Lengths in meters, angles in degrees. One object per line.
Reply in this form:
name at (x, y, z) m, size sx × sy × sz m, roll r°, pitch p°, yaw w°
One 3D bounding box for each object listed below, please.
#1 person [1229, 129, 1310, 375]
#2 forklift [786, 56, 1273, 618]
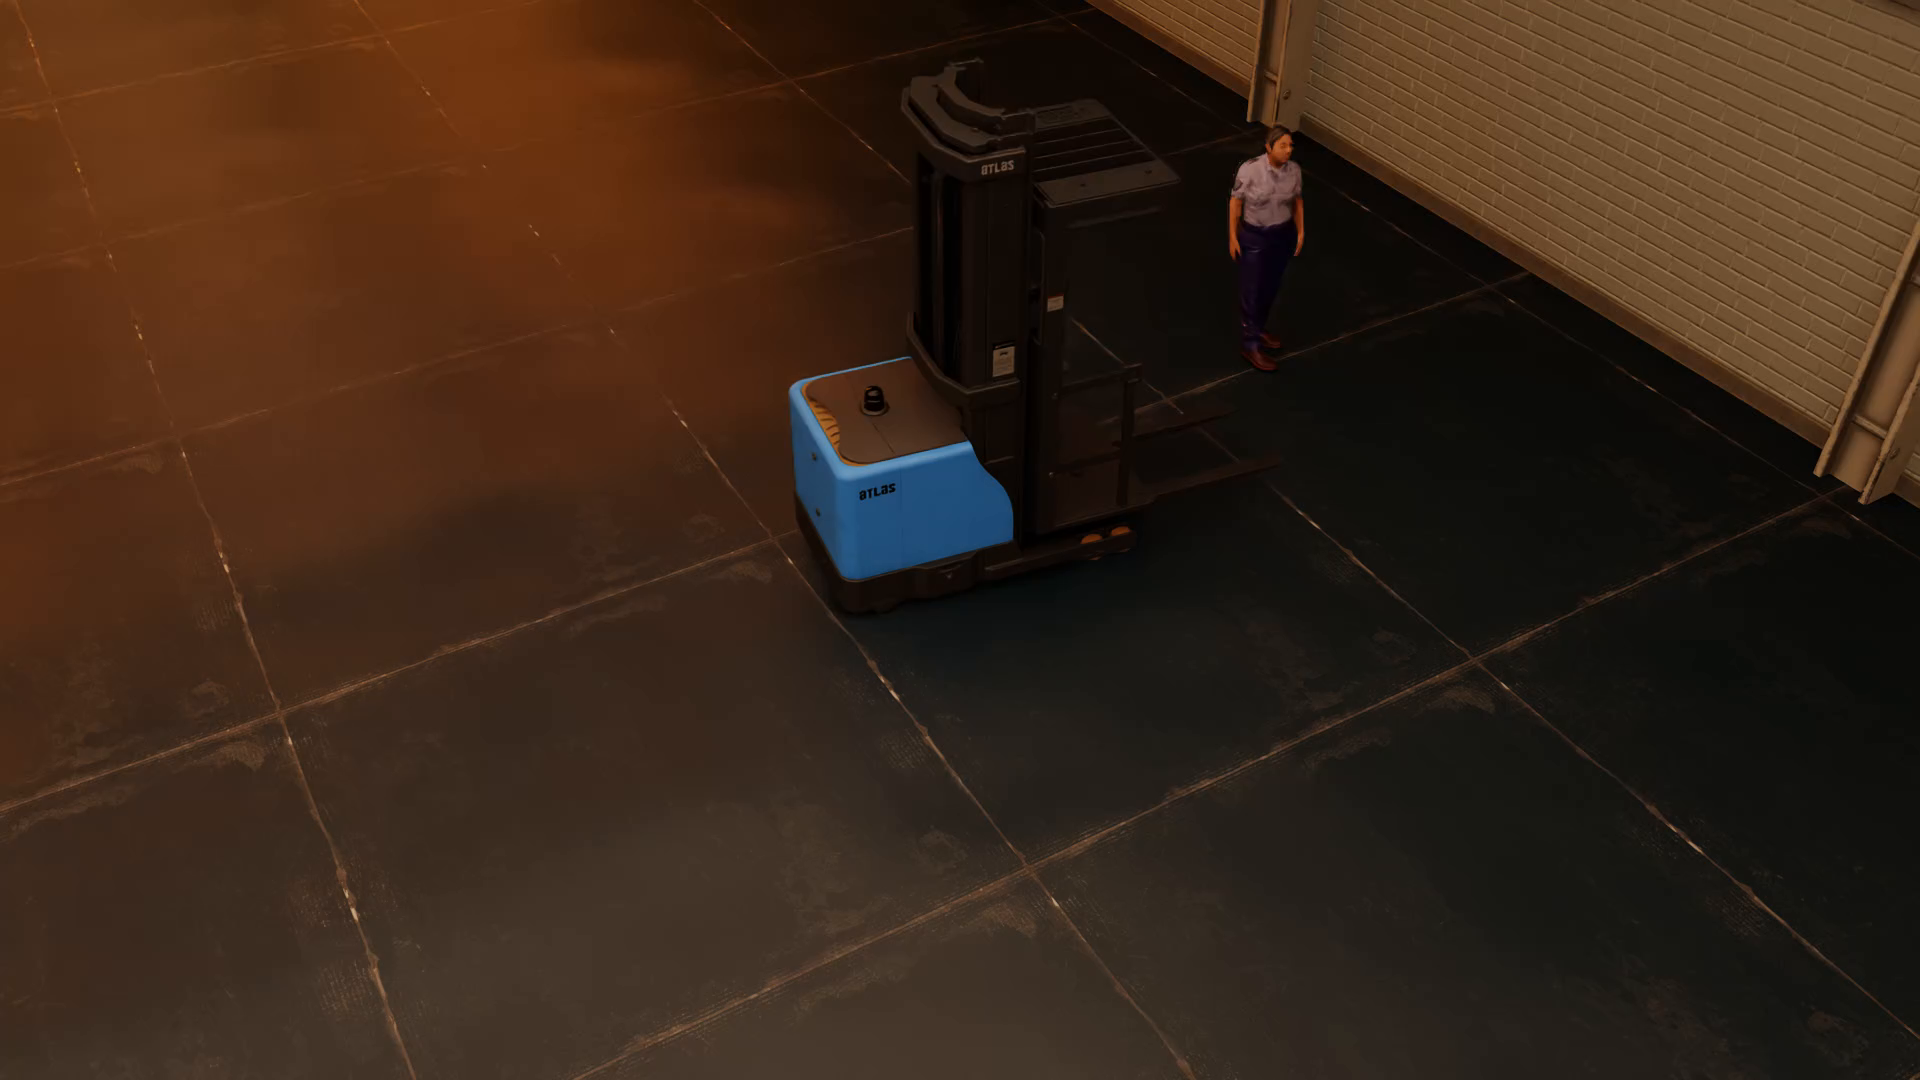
person at (2.161, -1.977, 11.439) m, size 0.577 × 1.648 × 0.586 m, roll -8°, pitch 40°, yaw -10°
forklift at (0.520, -1.331, 9.641) m, size 3.031 × 2.935 × 1.130 m, roll -18°, pitch 43°, yaw -20°
